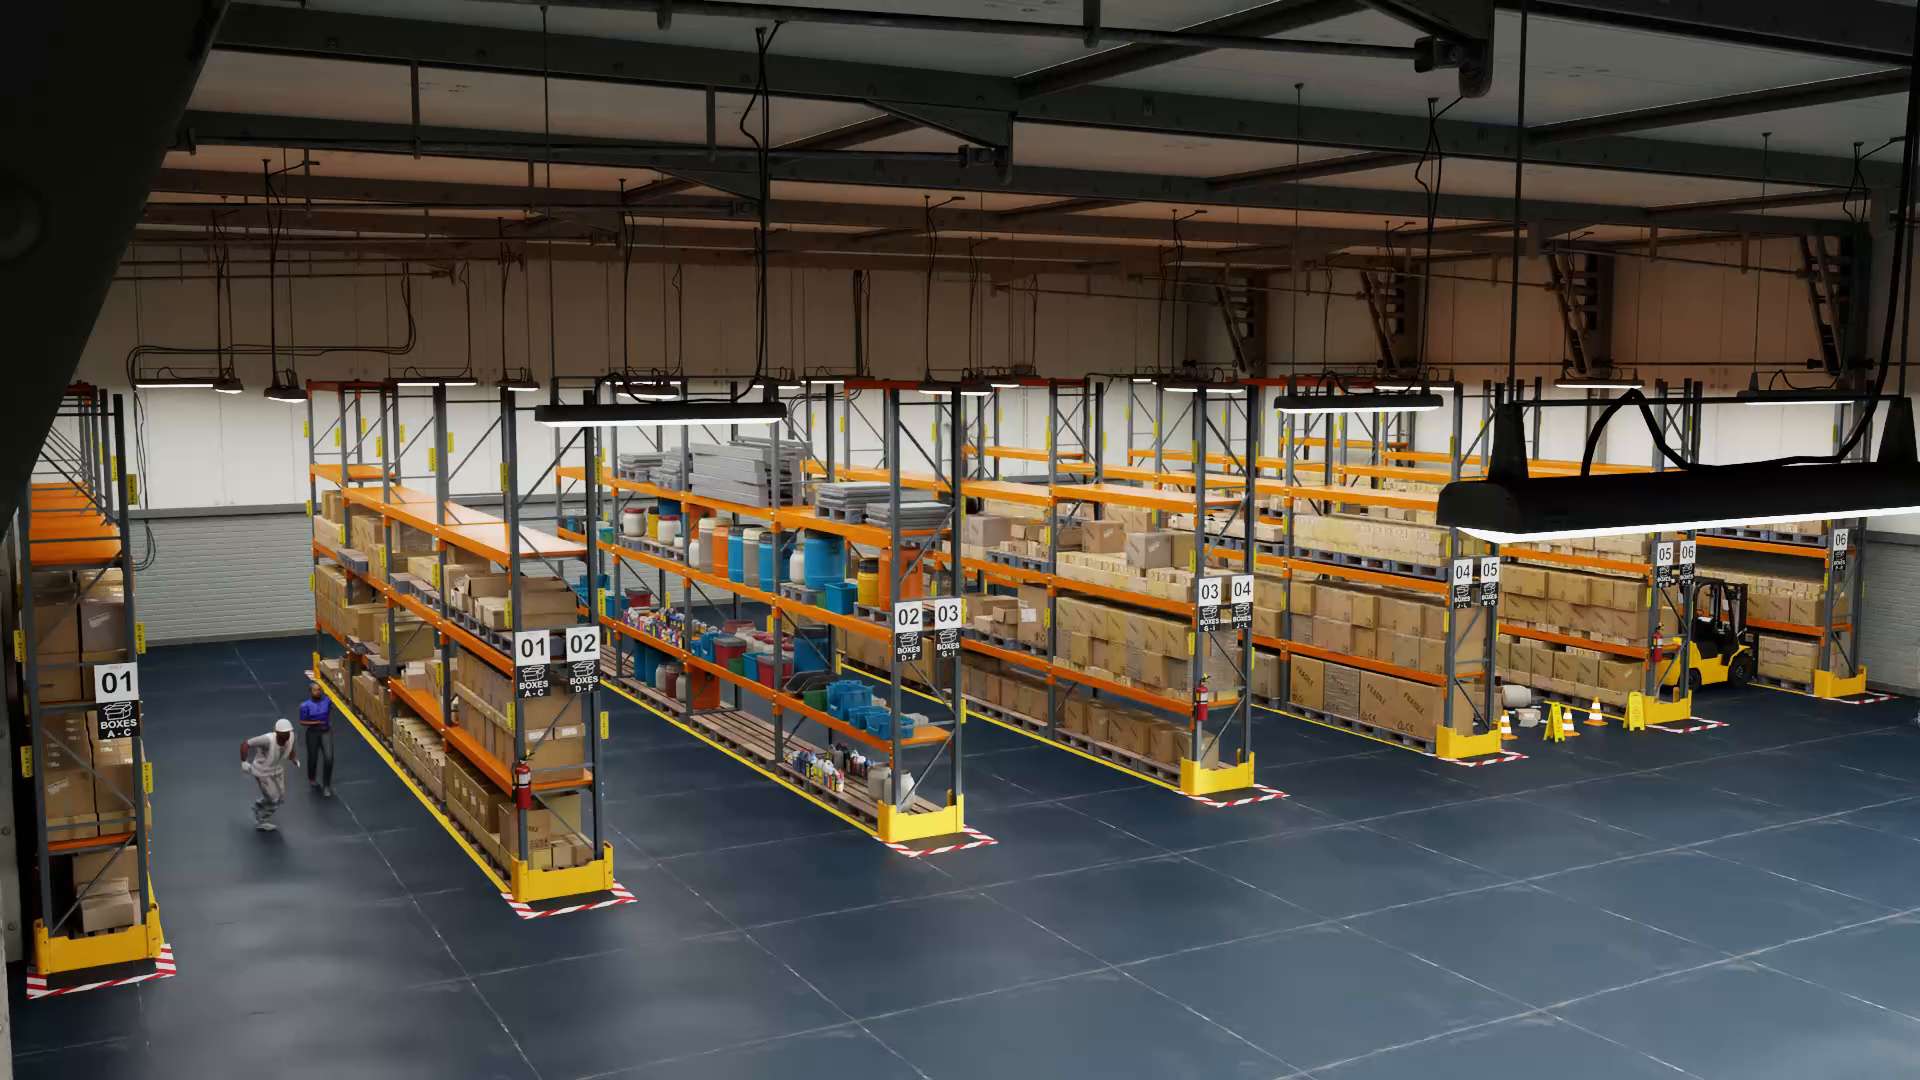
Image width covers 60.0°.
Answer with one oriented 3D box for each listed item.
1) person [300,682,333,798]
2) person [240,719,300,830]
[{"bbox_3d":[-9.451,2.916,24.458,0.499,1.702,0.799,-4,7,-30],"label":"person"},{"bbox_3d":[-9.258,3.169,22.353,0.821,1.590,0.714,4,7,30],"label":"person"}]
